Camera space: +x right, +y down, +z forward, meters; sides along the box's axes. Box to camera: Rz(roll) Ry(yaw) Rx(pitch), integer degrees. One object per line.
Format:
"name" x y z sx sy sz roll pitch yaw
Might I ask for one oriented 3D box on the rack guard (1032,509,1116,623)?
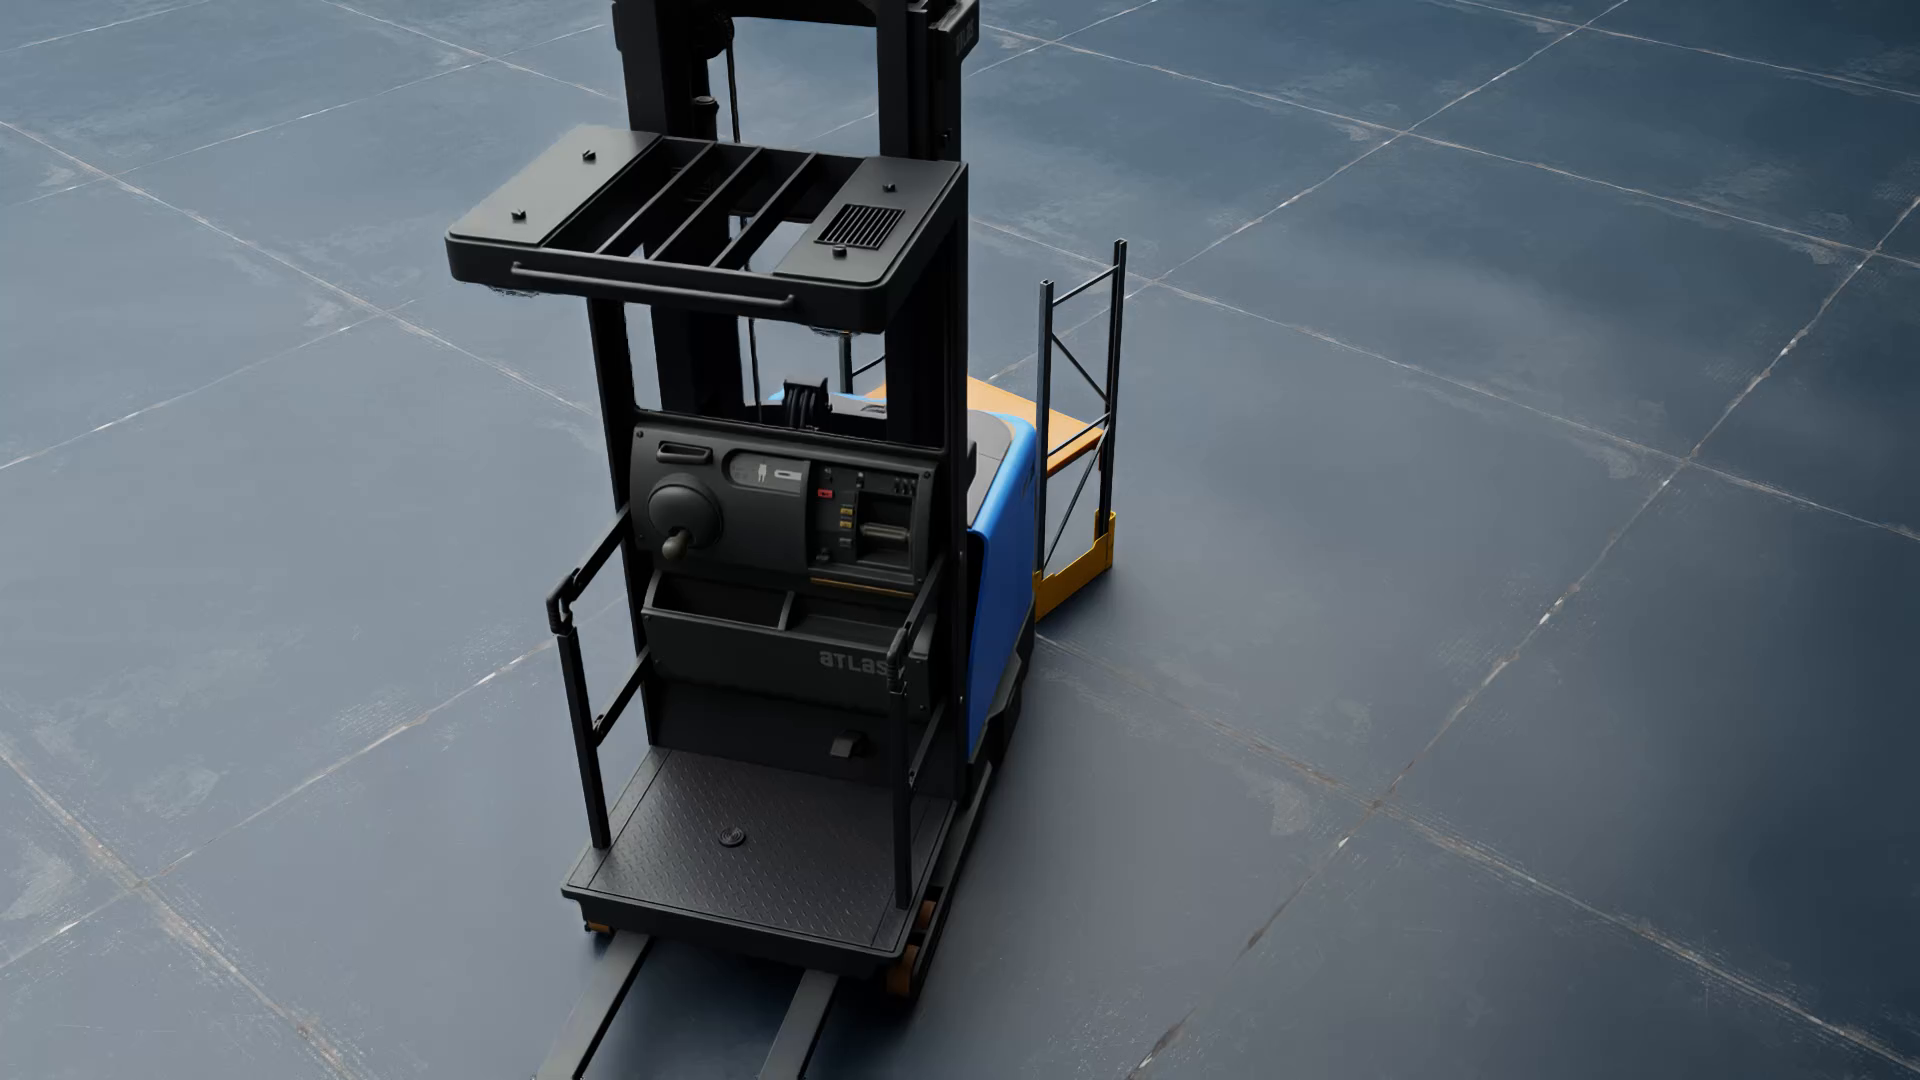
"rack guard" 0.441 0.105 6.876 0.087 0.250 0.587 25 42 32

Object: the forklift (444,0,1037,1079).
"forklift" -0.580 -0.033 4.709 1.130 2.935 3.031 9 35 12

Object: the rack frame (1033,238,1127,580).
"rack frame" 0.456 -0.403 6.512 0.032 1.500 0.500 25 42 32

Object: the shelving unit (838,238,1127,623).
"shelving unit" 0.059 -0.591 6.785 1.083 1.500 0.587 25 42 32

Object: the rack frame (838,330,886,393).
"rack frame" -0.325 -0.771 7.049 0.032 1.500 0.500 25 42 32

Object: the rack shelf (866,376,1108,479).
"rack shelf" 0.066 -0.439 6.882 1.000 0.185 0.538 25 42 32
